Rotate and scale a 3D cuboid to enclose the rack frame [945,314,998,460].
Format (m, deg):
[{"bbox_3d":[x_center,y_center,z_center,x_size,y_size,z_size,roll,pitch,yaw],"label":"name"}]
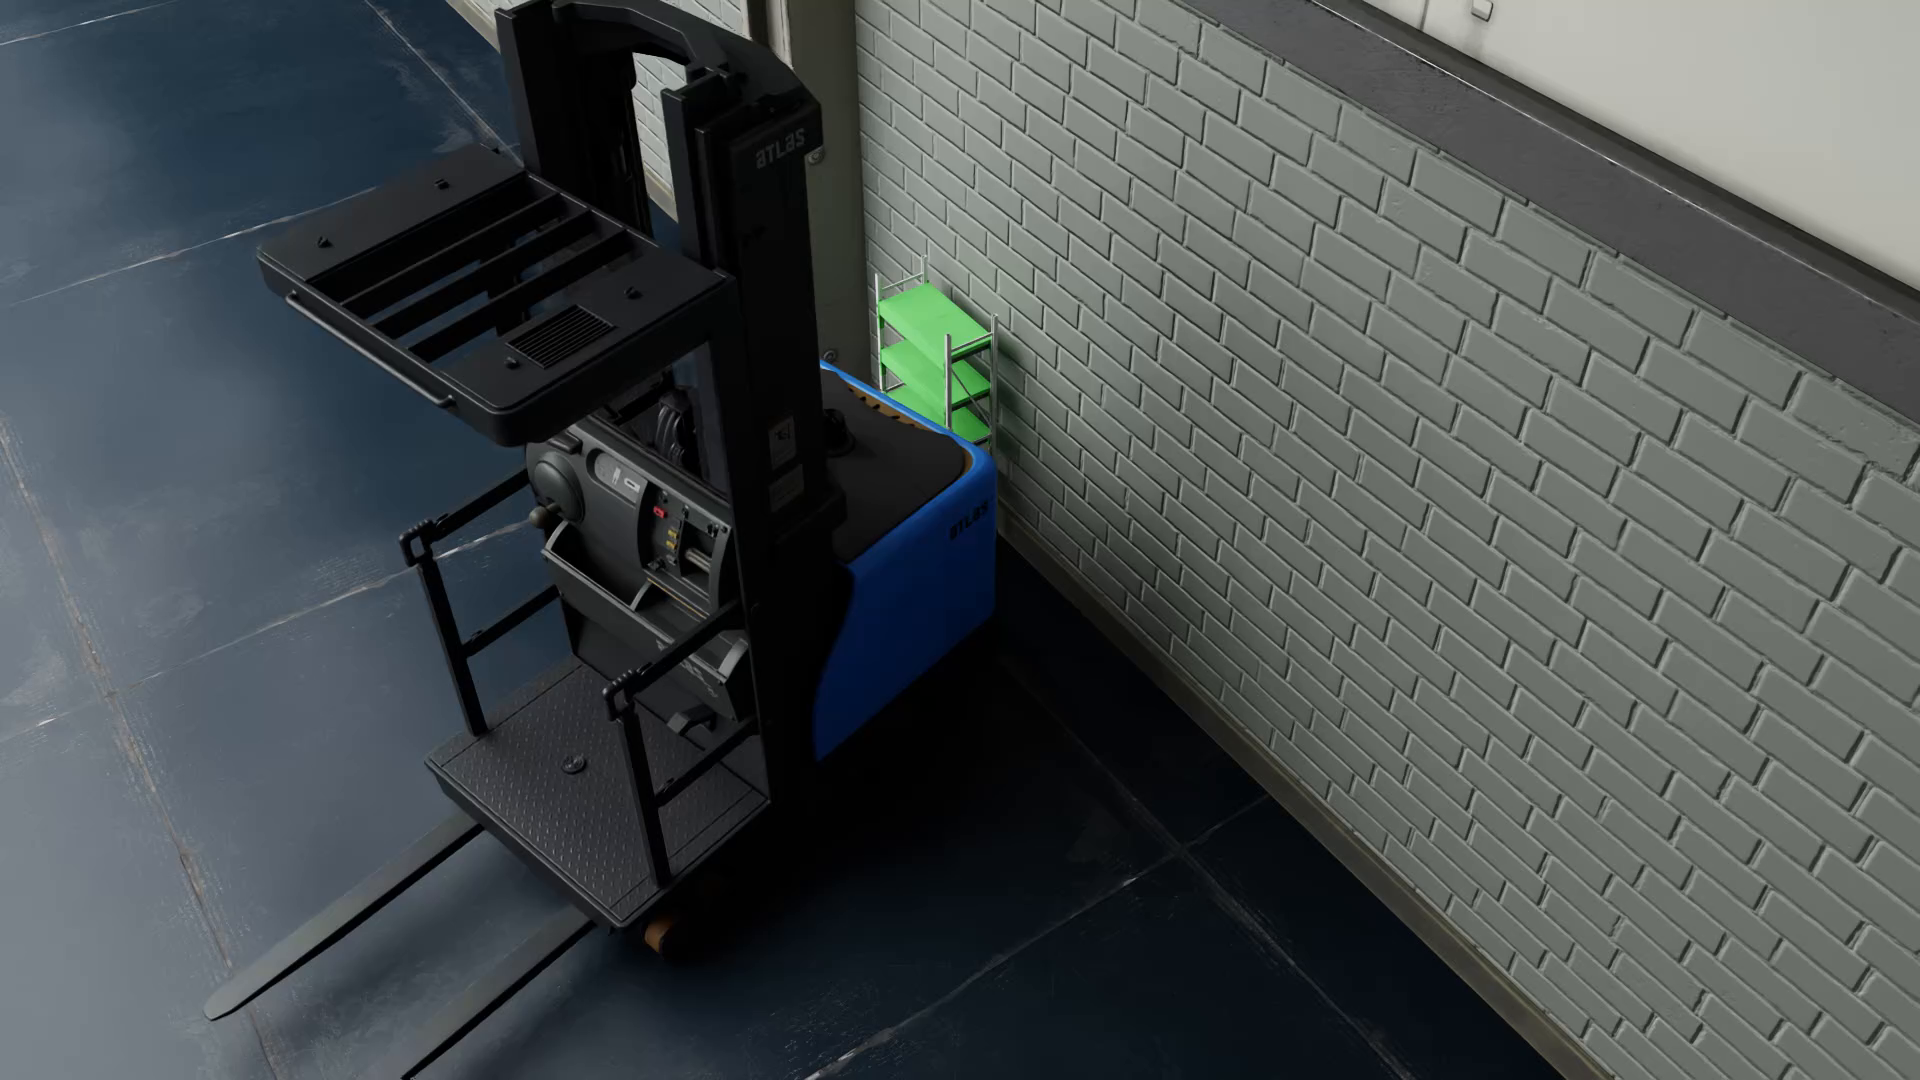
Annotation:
[{"bbox_3d":[0.045,-0.390,6.780,0.240,1.200,0.015,-26,49,-24],"label":"rack frame"}]

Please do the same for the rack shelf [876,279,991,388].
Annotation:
[{"bbox_3d":[-0.095,-0.829,6.638,0.258,0.148,0.480,-26,49,-24],"label":"rack shelf"}]

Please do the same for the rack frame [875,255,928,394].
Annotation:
[{"bbox_3d":[-0.234,-0.666,7.070,0.240,1.200,0.015,-26,49,-24],"label":"rack frame"}]

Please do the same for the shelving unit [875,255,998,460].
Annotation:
[{"bbox_3d":[-0.095,-0.528,6.925,0.258,1.200,0.503,-26,49,-24],"label":"shelving unit"}]

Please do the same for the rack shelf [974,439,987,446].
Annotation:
[{"bbox_3d":[-0.095,-0.502,6.949,0.199,0.029,0.442,-26,49,-24],"label":"rack shelf"}]

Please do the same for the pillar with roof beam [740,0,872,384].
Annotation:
[{"bbox_3d":[-4.178,-2.253,3.084,9.100,9.000,0.400,-26,49,-24],"label":"pillar with roof beam"}]

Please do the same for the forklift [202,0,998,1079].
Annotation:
[{"bbox_3d":[-1.194,-0.030,5.149,1.130,2.935,3.031,31,52,28],"label":"forklift"}]

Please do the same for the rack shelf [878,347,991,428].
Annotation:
[{"bbox_3d":[-0.095,-0.655,6.803,0.258,0.148,0.480,-26,49,-24],"label":"rack shelf"}]
